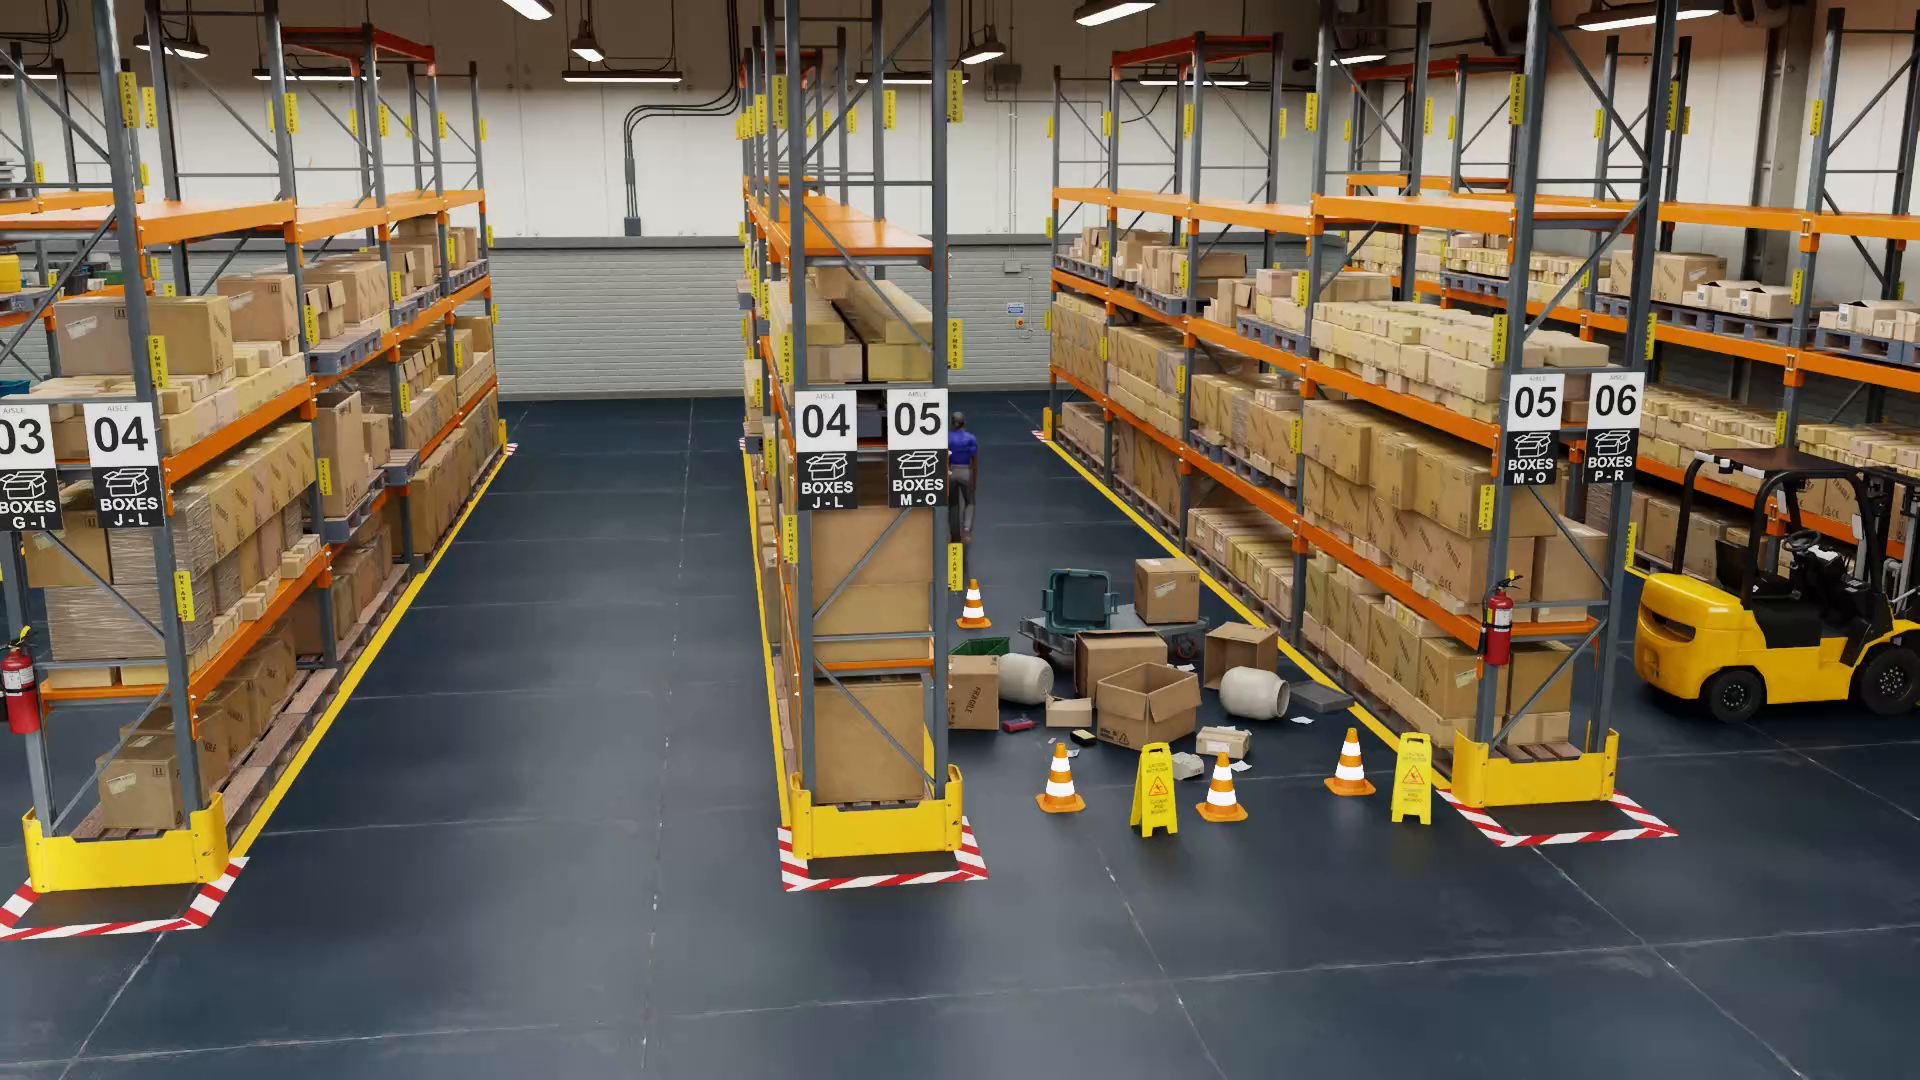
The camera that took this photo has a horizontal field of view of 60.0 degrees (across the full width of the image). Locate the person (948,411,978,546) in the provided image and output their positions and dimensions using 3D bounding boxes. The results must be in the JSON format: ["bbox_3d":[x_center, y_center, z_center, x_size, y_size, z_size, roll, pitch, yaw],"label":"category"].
[{"bbox_3d":[-0.006,-0.734,20.029,0.444,1.642,0.536,1,13,2],"label":"person"}]
